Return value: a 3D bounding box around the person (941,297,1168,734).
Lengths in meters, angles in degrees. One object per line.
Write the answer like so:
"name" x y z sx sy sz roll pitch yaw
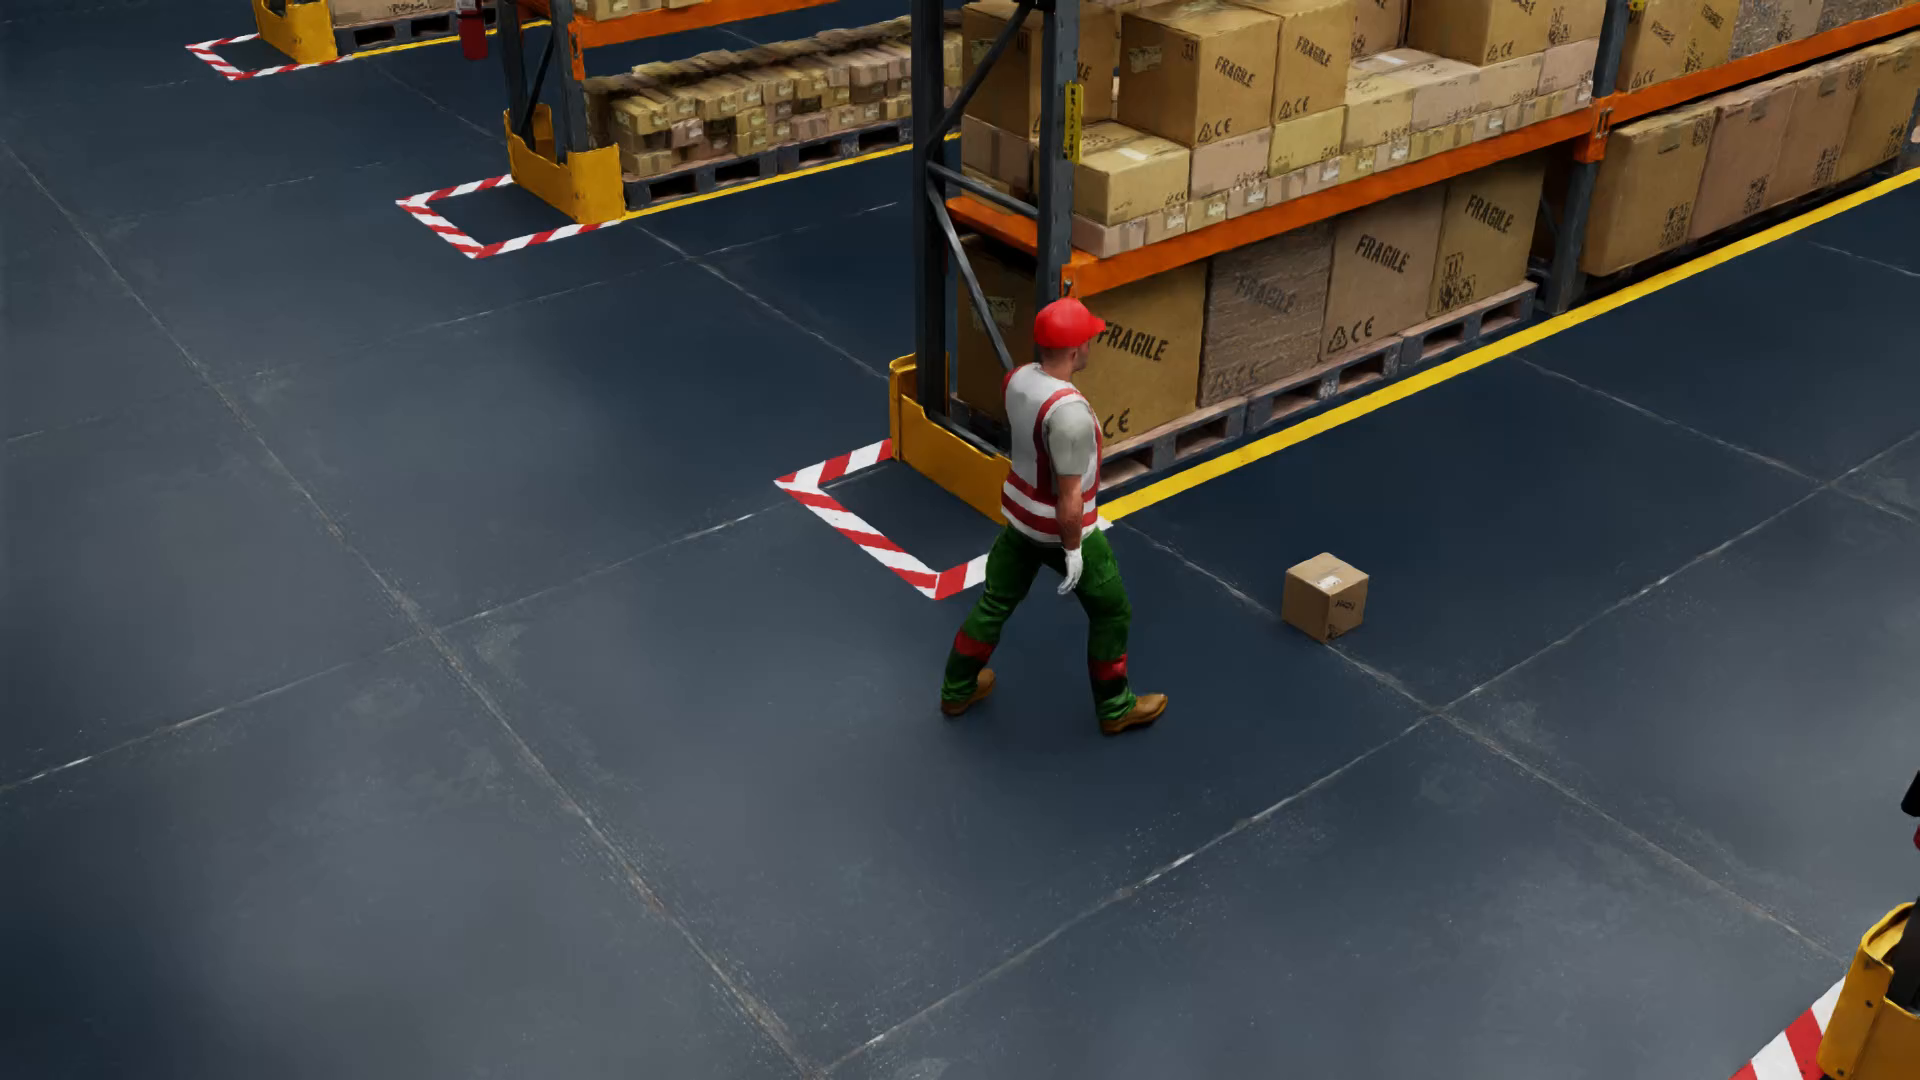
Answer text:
"person" 0.358 -0.062 6.244 0.805 1.753 0.610 -16 35 -24
